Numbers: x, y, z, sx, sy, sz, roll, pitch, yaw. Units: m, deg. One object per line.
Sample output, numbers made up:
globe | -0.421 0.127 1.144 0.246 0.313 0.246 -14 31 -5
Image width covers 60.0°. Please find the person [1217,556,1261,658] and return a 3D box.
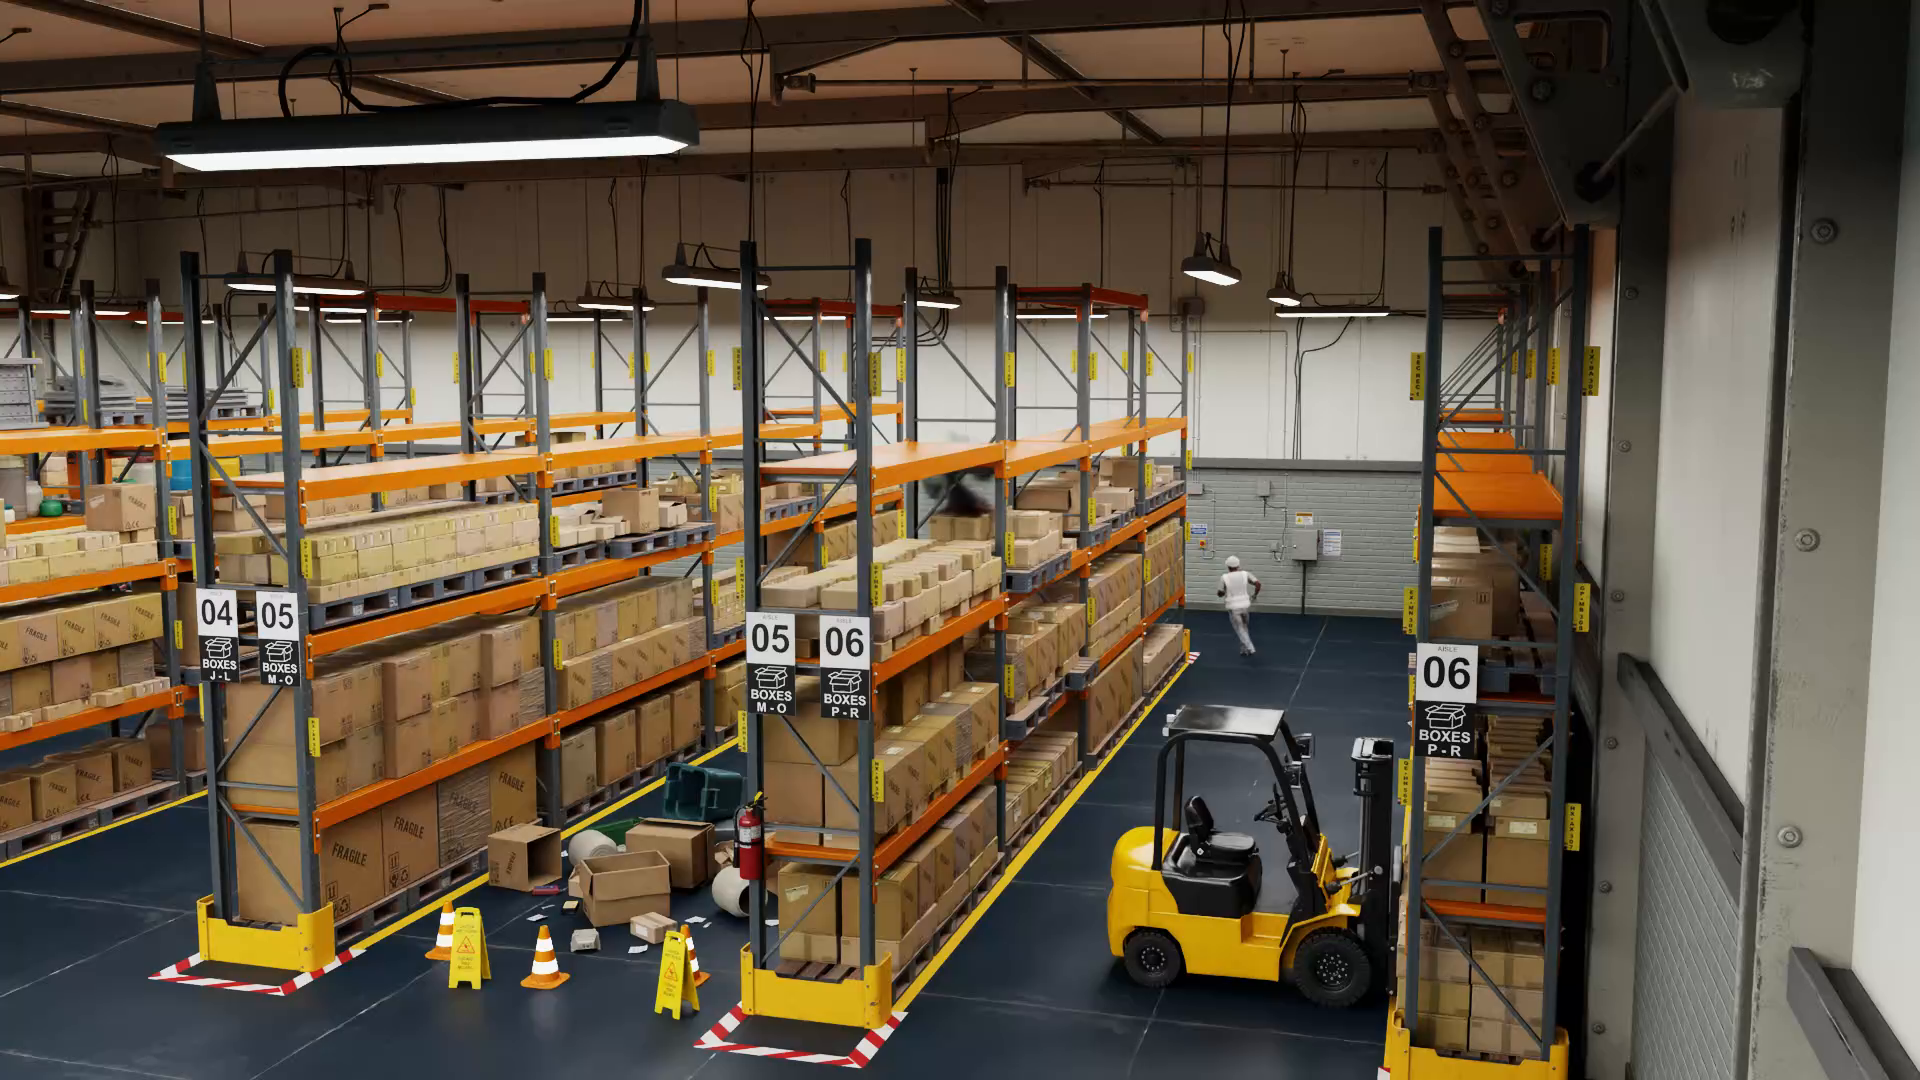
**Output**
person | 4.675 1.160 28.060 0.709 1.783 0.941 -1 7 -12

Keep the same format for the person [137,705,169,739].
person | -10.632 1.805 21.930 0.714 1.798 1.007 2 7 17
